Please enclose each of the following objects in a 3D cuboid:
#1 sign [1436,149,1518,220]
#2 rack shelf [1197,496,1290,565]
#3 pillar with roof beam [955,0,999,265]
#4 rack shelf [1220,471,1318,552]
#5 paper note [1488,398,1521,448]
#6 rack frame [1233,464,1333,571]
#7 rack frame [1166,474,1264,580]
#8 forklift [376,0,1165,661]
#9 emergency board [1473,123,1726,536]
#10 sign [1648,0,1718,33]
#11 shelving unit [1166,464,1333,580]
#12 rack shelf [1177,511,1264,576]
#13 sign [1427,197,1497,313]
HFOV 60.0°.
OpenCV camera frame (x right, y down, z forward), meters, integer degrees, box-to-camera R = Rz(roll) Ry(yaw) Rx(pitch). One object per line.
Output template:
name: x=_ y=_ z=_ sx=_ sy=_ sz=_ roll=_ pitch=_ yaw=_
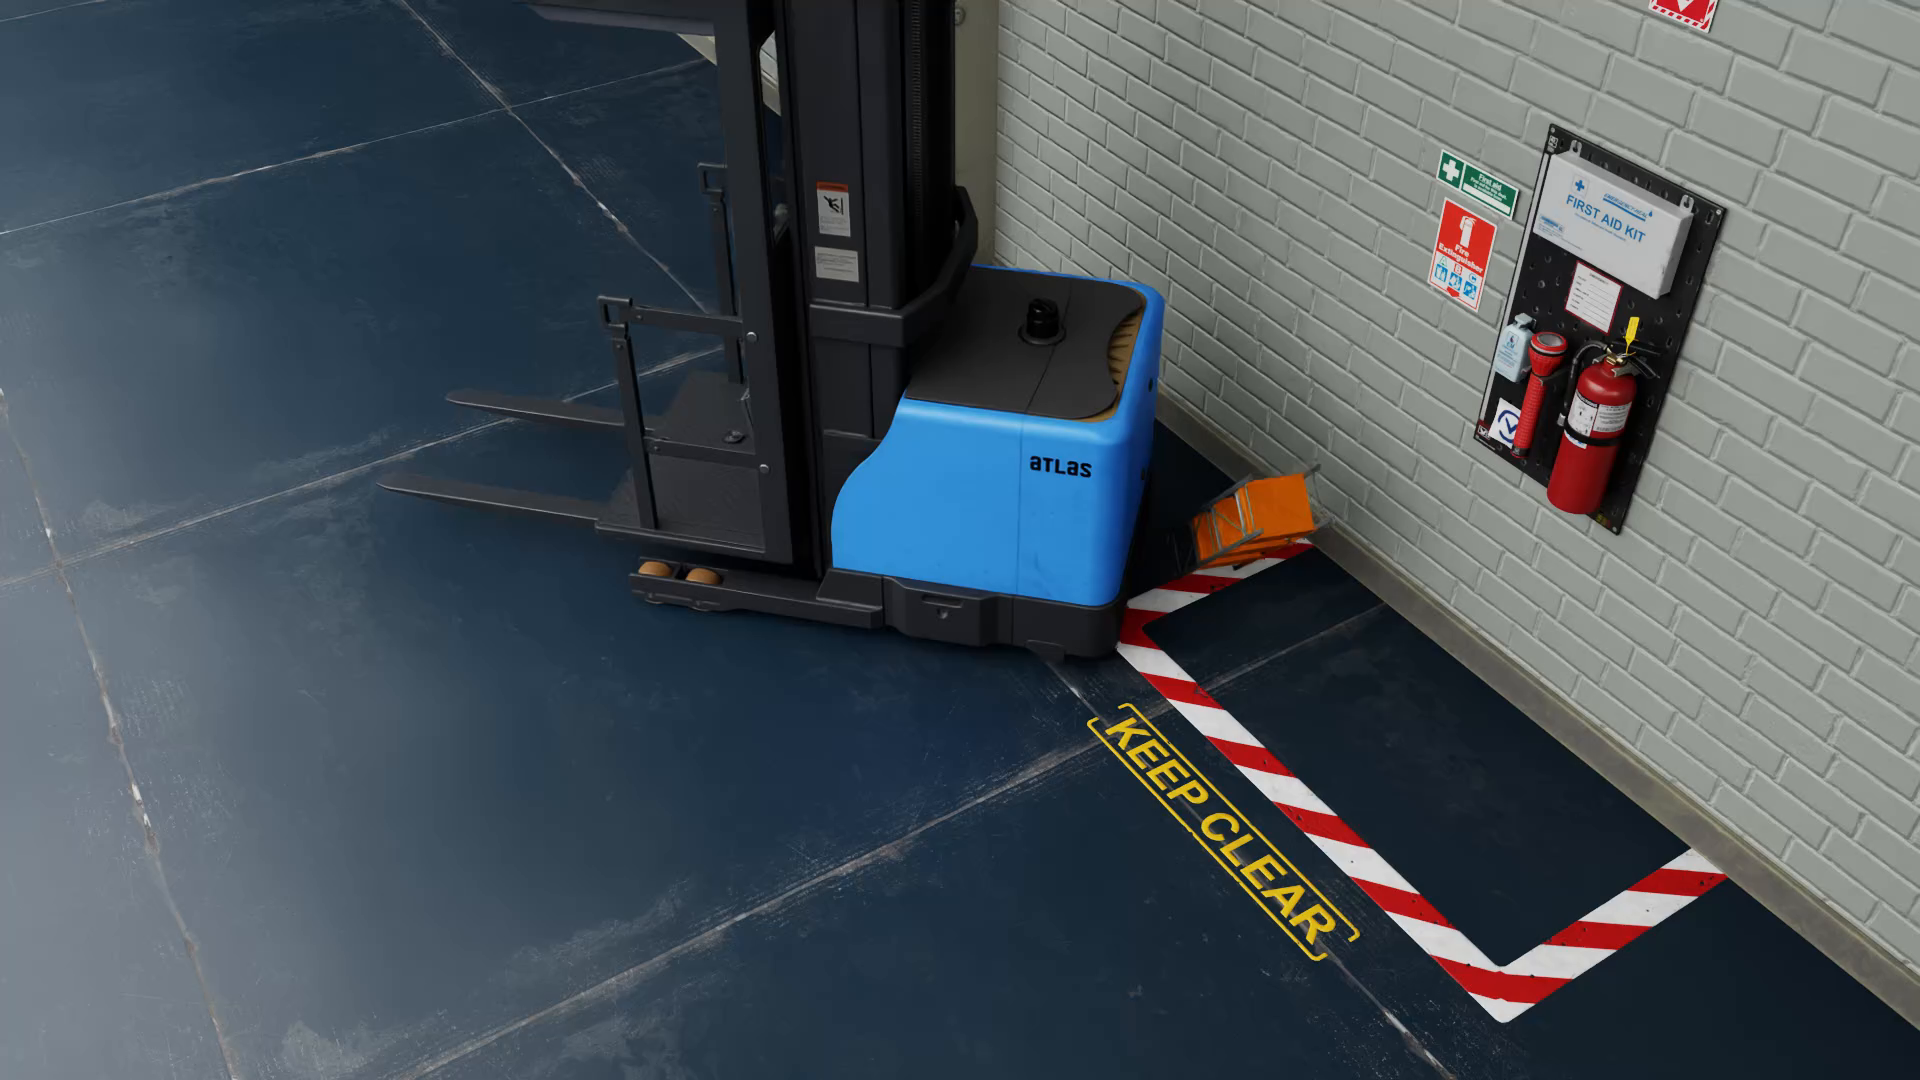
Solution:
sign: x=1.656 y=-1.143 z=5.336 sx=0.001 sy=0.109 sz=0.331 roll=-22 pitch=45 yaw=-24
rack shelf: x=1.028 y=-0.047 z=6.076 sx=0.240 sy=0.259 sz=0.215 roll=-9 pitch=81 yaw=-10
pillar with roof beam: x=-3.687 y=-3.311 z=3.694 sx=9.100 sy=9.000 sz=0.400 roll=-22 pitch=45 yaw=-24
rack shelf: x=1.070 y=-0.096 z=5.799 sx=0.240 sy=0.259 sz=0.215 roll=-9 pitch=81 yaw=-10
paper note: x=1.835 y=-0.378 z=5.548 sx=0.016 sy=0.148 sz=0.142 roll=-22 pitch=45 yaw=-24
rack frame: x=1.148 y=-0.067 z=6.087 sx=0.008 sy=1.050 sz=0.200 roll=-9 pitch=81 yaw=-10
rack frame: x=0.910 y=-0.031 z=6.044 sx=0.008 sy=1.050 sz=0.200 roll=-9 pitch=81 yaw=-10
forklift: x=-0.795 y=-1.171 z=5.865 sx=3.031 sy=2.935 sz=1.130 roll=8 pitch=41 yaw=10
emergency board: x=1.872 y=-0.597 z=5.123 sx=0.194 sy=1.169 sz=0.643 roll=-22 pitch=45 yaw=-24
sign: x=1.952 y=-1.526 z=4.427 sx=0.001 sy=0.298 sz=0.199 roll=-22 pitch=45 yaw=-24
shelving unit: x=1.029 y=-0.049 z=6.065 sx=0.252 sy=1.050 sz=0.215 roll=-9 pitch=81 yaw=-10
rack shelf: x=0.986 y=0.001 z=6.346 sx=0.240 sy=0.259 sz=0.215 roll=-9 pitch=81 yaw=-10
sign: x=1.661 y=-0.945 z=5.513 sx=0.001 sy=0.329 sz=0.234 roll=-22 pitch=45 yaw=-24
